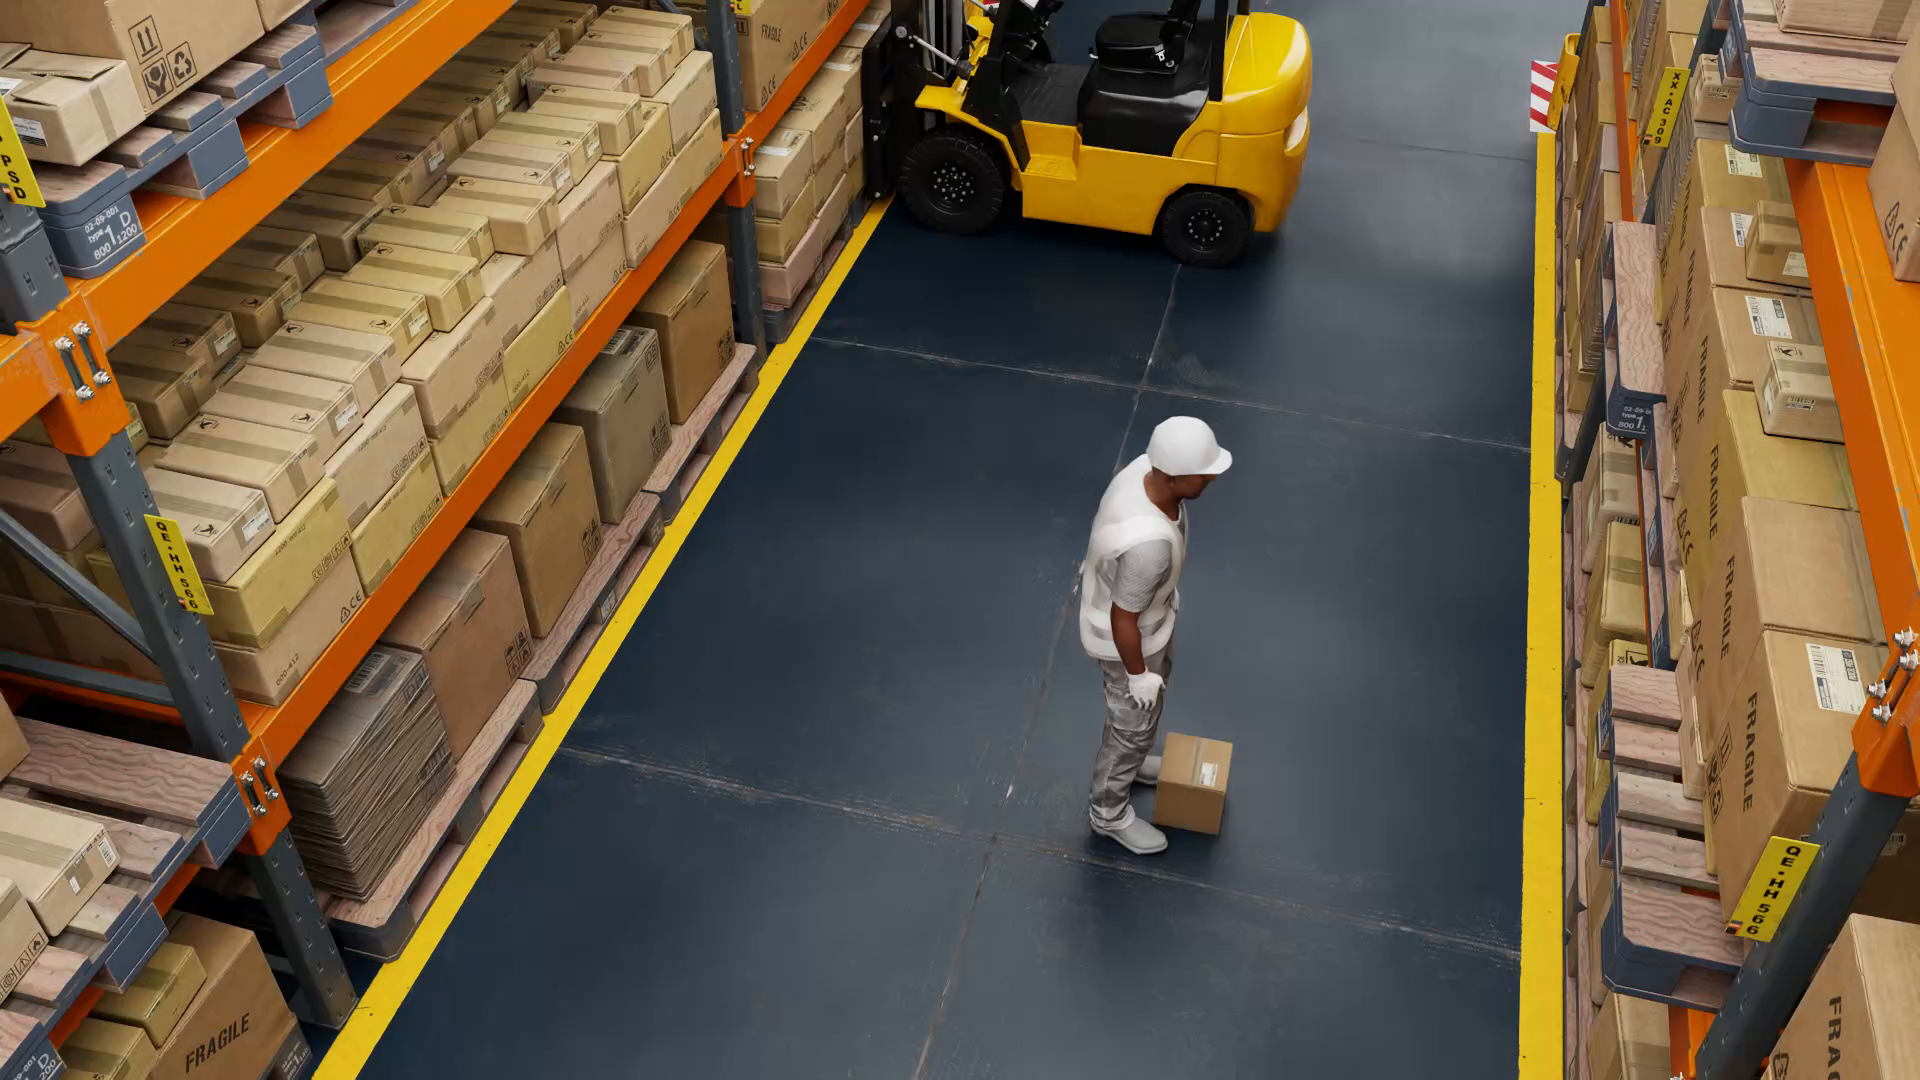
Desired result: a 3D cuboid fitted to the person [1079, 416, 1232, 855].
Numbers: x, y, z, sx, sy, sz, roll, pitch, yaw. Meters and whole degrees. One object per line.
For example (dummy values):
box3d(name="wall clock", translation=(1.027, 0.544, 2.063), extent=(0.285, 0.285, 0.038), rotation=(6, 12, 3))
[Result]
box3d(name="person", translation=(0.642, 0.306, 5.793), extent=(0.446, 1.774, 0.604), rotation=(8, 41, 10))
